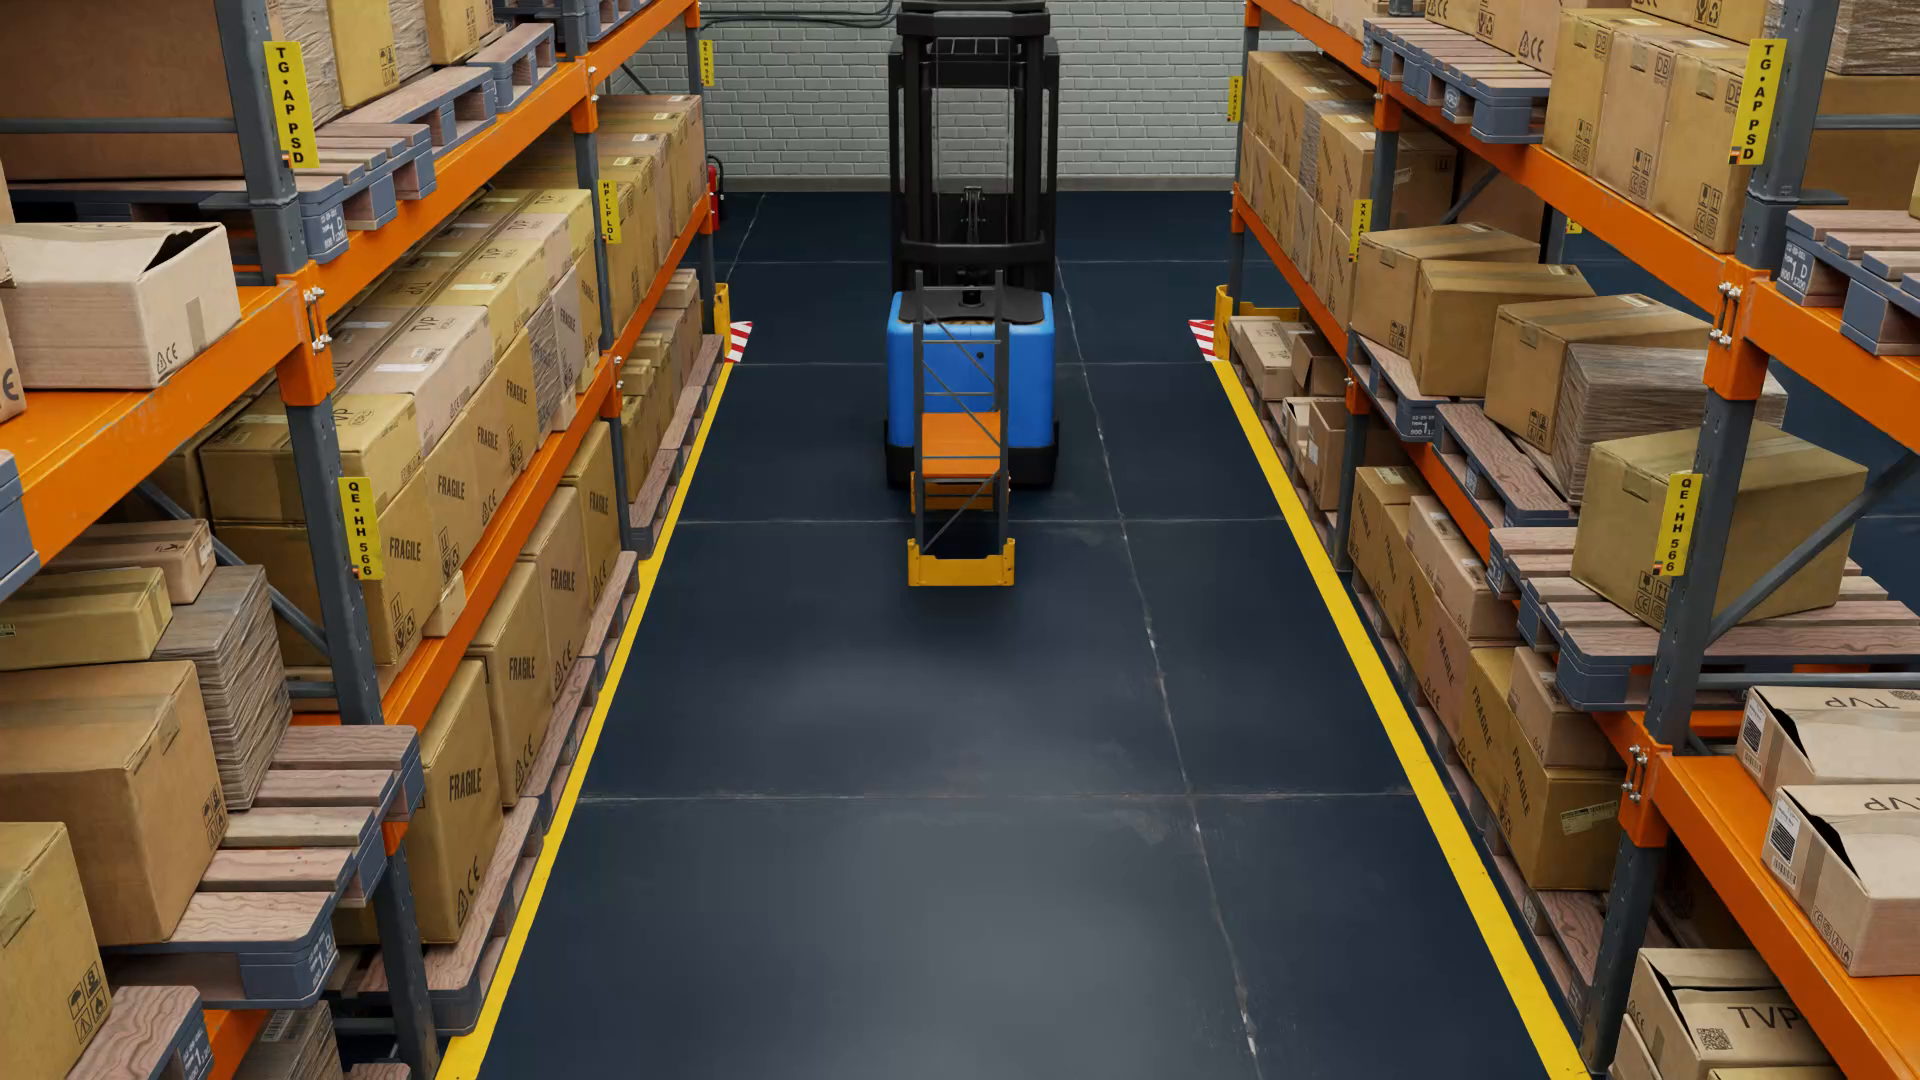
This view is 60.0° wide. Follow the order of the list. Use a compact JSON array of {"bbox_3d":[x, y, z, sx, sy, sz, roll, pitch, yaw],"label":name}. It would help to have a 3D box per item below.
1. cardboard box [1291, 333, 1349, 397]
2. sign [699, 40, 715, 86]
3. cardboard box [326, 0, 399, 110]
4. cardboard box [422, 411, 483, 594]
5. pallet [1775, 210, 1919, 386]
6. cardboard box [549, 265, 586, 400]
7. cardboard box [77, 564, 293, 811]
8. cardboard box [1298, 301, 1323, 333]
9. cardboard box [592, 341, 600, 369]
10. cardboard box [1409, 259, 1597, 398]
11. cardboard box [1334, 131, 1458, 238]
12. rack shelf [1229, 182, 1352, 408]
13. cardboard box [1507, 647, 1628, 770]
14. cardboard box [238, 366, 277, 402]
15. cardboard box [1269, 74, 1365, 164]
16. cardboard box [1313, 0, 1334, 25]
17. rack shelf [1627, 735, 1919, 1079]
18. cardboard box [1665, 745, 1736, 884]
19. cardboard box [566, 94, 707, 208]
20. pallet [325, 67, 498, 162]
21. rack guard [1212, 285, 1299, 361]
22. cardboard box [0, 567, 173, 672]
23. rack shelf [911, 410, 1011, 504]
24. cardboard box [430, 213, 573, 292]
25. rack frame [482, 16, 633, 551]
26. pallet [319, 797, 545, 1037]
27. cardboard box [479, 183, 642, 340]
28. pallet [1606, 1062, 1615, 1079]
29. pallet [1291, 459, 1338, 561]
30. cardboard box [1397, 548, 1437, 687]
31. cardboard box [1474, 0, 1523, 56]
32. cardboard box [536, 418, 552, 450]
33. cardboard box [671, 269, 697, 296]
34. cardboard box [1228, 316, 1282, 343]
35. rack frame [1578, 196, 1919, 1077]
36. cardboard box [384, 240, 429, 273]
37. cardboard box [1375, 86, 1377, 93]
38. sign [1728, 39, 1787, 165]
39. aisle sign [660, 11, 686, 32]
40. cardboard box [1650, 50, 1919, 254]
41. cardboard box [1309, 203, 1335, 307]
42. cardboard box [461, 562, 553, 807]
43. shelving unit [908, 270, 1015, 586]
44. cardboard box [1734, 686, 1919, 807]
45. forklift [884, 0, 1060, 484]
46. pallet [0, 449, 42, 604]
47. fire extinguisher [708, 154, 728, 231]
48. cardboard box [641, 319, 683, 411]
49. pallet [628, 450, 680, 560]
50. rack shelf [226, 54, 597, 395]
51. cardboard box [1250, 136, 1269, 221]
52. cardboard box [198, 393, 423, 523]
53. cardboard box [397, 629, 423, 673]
[{"bbox_3d":[2.587,-1.043,10.911,0.797,0.503,0.637,0,24,-1],"label":"cardboard box"},{"bbox_3d":[-1.841,-3.462,12.073,0.100,0.325,0.005,0,24,-1],"label":"sign"},{"bbox_3d":[-2.411,-1.792,5.777,0.700,0.500,0.500,1,24,2],"label":"cardboard box"},{"bbox_3d":[-2.043,-0.141,5.915,0.500,0.500,0.500,1,24,1],"label":"cardboard box"},{"bbox_3d":[2.753,-0.559,3.935,1.213,0.211,1.003,1,24,2],"label":"pallet"},{"bbox_3d":[-2.068,-0.973,7.754,0.500,0.500,0.500,0,24,0],"label":"cardboard box"},{"bbox_3d":[-2.282,0.414,4.540,0.700,0.500,0.500,-3,25,-7],"label":"cardboard box"},{"bbox_3d":[2.821,-1.693,12.352,0.500,0.500,0.500,0,24,-1],"label":"cardboard box"},{"bbox_3d":[-2.054,-0.939,8.466,0.380,0.149,0.250,0,24,0],"label":"cardboard box"},{"bbox_3d":[2.465,-0.963,7.609,0.700,0.500,0.500,4,25,8],"label":"cardboard box"},{"bbox_3d":[2.348,-1.914,9.007,0.500,0.500,0.500,0,24,0],"label":"cardboard box"},{"bbox_3d":[2.591,-1.702,10.746,1.077,0.370,4.000,0,24,-1],"label":"rack shelf"},{"bbox_3d":[2.407,0.632,6.302,0.500,0.250,0.500,1,24,1],"label":"cardboard box"},{"bbox_3d":[-2.563,-0.465,5.721,0.500,0.250,0.500,-1,24,-2],"label":"cardboard box"},{"bbox_3d":[2.324,-2.750,10.855,0.500,0.500,0.500,0,24,0],"label":"cardboard box"},{"bbox_3d":[2.333,-3.115,9.540,0.500,0.250,0.500,0,24,-1],"label":"cardboard box"},{"bbox_3d":[2.678,1.594,3.458,1.077,0.370,4.000,0,24,-1],"label":"rack shelf"},{"bbox_3d":[2.926,0.976,6.450,0.500,0.500,0.500,-1,24,-2],"label":"cardboard box"},{"bbox_3d":[-2.369,-2.757,11.841,0.980,0.700,0.700,1,24,2],"label":"cardboard box"},{"bbox_3d":[-2.372,-1.540,6.105,1.003,0.211,1.213,1,24,2],"label":"pallet"},{"bbox_3d":[2.570,-1.684,12.866,1.175,0.500,0.348,0,24,-1],"label":"rack guard"},{"bbox_3d":[-2.245,0.199,4.227,0.380,0.149,0.250,-4,25,-9],"label":"cardboard box"},{"bbox_3d":[0.001,-0.484,9.437,0.538,0.185,1.000,0,24,-1],"label":"rack shelf"},{"bbox_3d":[-2.084,-1.312,7.594,0.500,0.250,0.500,0,24,1],"label":"cardboard box"},{"bbox_3d":[-2.341,-1.182,8.723,1.000,3.000,0.127,0,24,-1],"label":"rack frame"},{"bbox_3d":[-2.230,1.412,6.373,1.003,0.211,1.213,0,24,-1],"label":"pallet"},{"bbox_3d":[-2.330,-1.542,9.156,0.980,0.700,0.700,0,24,0],"label":"cardboard box"},{"bbox_3d":[2.626,2.052,4.956,1.003,0.211,1.213,0,24,-1],"label":"pallet"},{"bbox_3d":[2.606,-0.218,9.976,1.003,0.211,1.213,0,24,-1],"label":"pallet"},{"bbox_3d":[2.389,0.359,7.816,0.500,0.500,0.500,0,24,0],"label":"cardboard box"},{"bbox_3d":[2.575,-2.372,6.962,0.600,0.600,0.600,-1,24,-1],"label":"cardboard box"},{"bbox_3d":[-2.072,-0.518,7.536,0.380,0.149,0.250,0,24,-1],"label":"cardboard box"},{"bbox_3d":[-2.093,-1.838,11.911,0.380,0.149,0.250,-1,24,-1],"label":"cardboard box"},{"bbox_3d":[2.230,-1.581,12.532,0.380,0.149,0.250,0,24,-1],"label":"cardboard box"},{"bbox_3d":[2.656,0.443,5.132,1.000,3.000,0.127,0,24,-1],"label":"rack frame"},{"bbox_3d":[-2.573,-1.101,7.128,0.500,0.250,0.500,-1,24,-2],"label":"cardboard box"},{"bbox_3d":[2.871,-2.540,10.390,0.500,0.500,0.500,0,24,1],"label":"cardboard box"},{"bbox_3d":[2.114,-1.158,4.403,0.100,0.325,0.005,0,24,-1],"label":"sign"},{"bbox_3d":[-2.085,-4.046,11.900,0.394,0.787,0.004,0,24,-1],"label":"aisle sign"},{"bbox_3d":[2.618,-1.149,4.890,0.910,0.500,0.500,0,24,-1],"label":"cardboard box"},{"bbox_3d":[2.344,-1.669,9.678,0.500,0.500,0.500,0,24,1],"label":"cardboard box"},{"bbox_3d":[-2.177,0.590,6.905,0.750,0.750,0.750,0,24,-1],"label":"cardboard box"},{"bbox_3d":[0.001,-0.652,9.371,0.587,1.500,1.083,0,24,-1],"label":"shelving unit"},{"bbox_3d":[2.617,0.633,4.818,0.500,0.311,0.500,1,24,3],"label":"cardboard box"},{"bbox_3d":[0.092,-2.247,11.162,1.130,2.935,3.031,0,24,1],"label":"forklift"},{"bbox_3d":[-2.168,0.151,2.364,1.213,0.211,1.003,0,24,-1],"label":"pallet"},{"bbox_3d":[-1.924,-2.689,12.602,0.296,0.674,0.183,0,24,-1],"label":"fire extinguisher"},{"bbox_3d":[-2.265,-1.181,11.245,0.700,0.500,0.500,-1,24,-2],"label":"cardboard box"},{"bbox_3d":[-2.271,-0.225,9.991,1.003,0.211,1.213,0,24,-1],"label":"pallet"},{"bbox_3d":[-2.319,-1.397,6.431,1.077,0.370,4.000,0,24,-1],"label":"rack shelf"},{"bbox_3d":[2.321,-2.503,11.523,0.500,0.500,0.500,0,24,-1],"label":"cardboard box"},{"bbox_3d":[-2.044,-0.266,5.281,0.500,0.250,0.500,0,24,1],"label":"cardboard box"},{"bbox_3d":[-2.063,0.331,5.658,0.380,0.149,0.250,0,24,0],"label":"cardboard box"}]
